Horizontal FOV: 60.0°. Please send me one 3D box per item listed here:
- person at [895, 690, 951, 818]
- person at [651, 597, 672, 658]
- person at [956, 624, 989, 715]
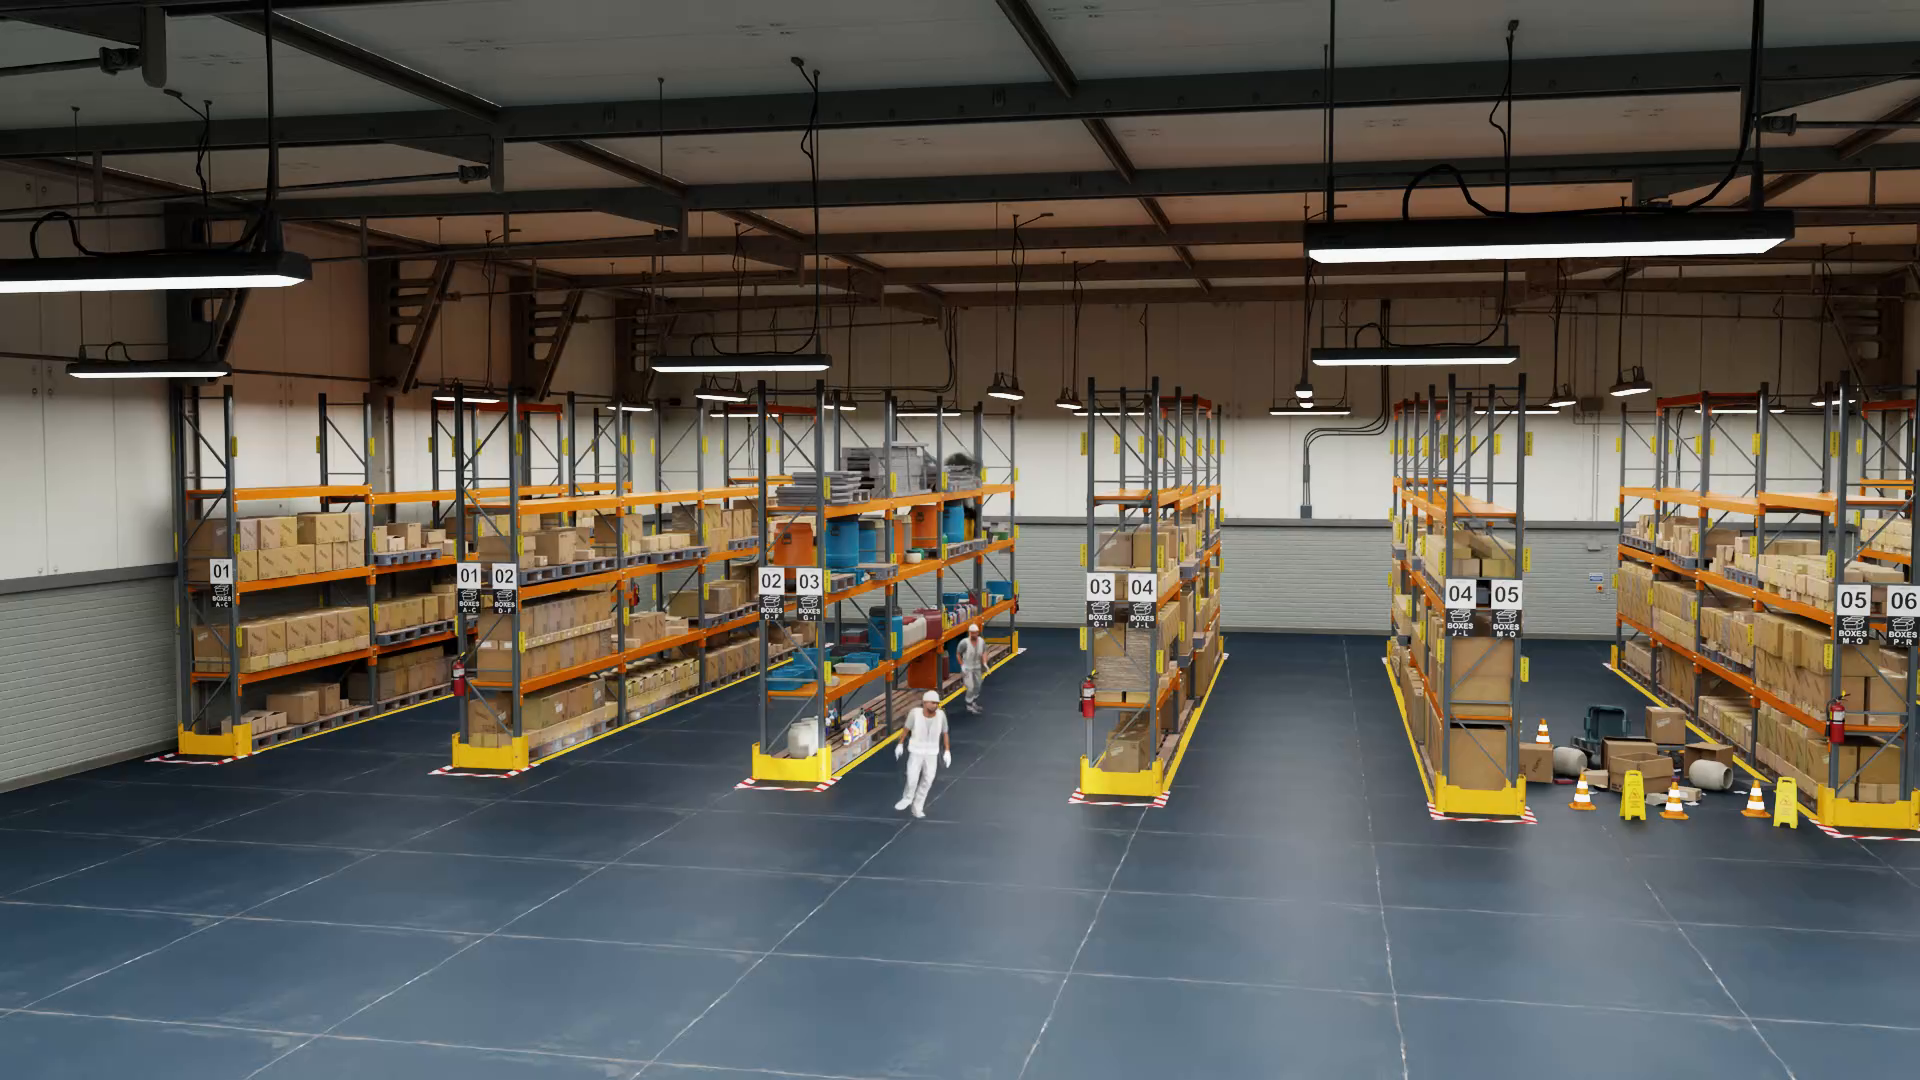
[{"bbox_3d":[-0.505,2.887,22.454,0.700,1.756,0.604,-1,3,-18],"label":"person"},{"bbox_3d":[-6.980,2.055,39.140,0.583,1.511,0.828,0,3,-5],"label":"person"},{"bbox_3d":[0.205,2.412,31.115,0.654,1.726,0.779,-2,4,-27],"label":"person"}]
